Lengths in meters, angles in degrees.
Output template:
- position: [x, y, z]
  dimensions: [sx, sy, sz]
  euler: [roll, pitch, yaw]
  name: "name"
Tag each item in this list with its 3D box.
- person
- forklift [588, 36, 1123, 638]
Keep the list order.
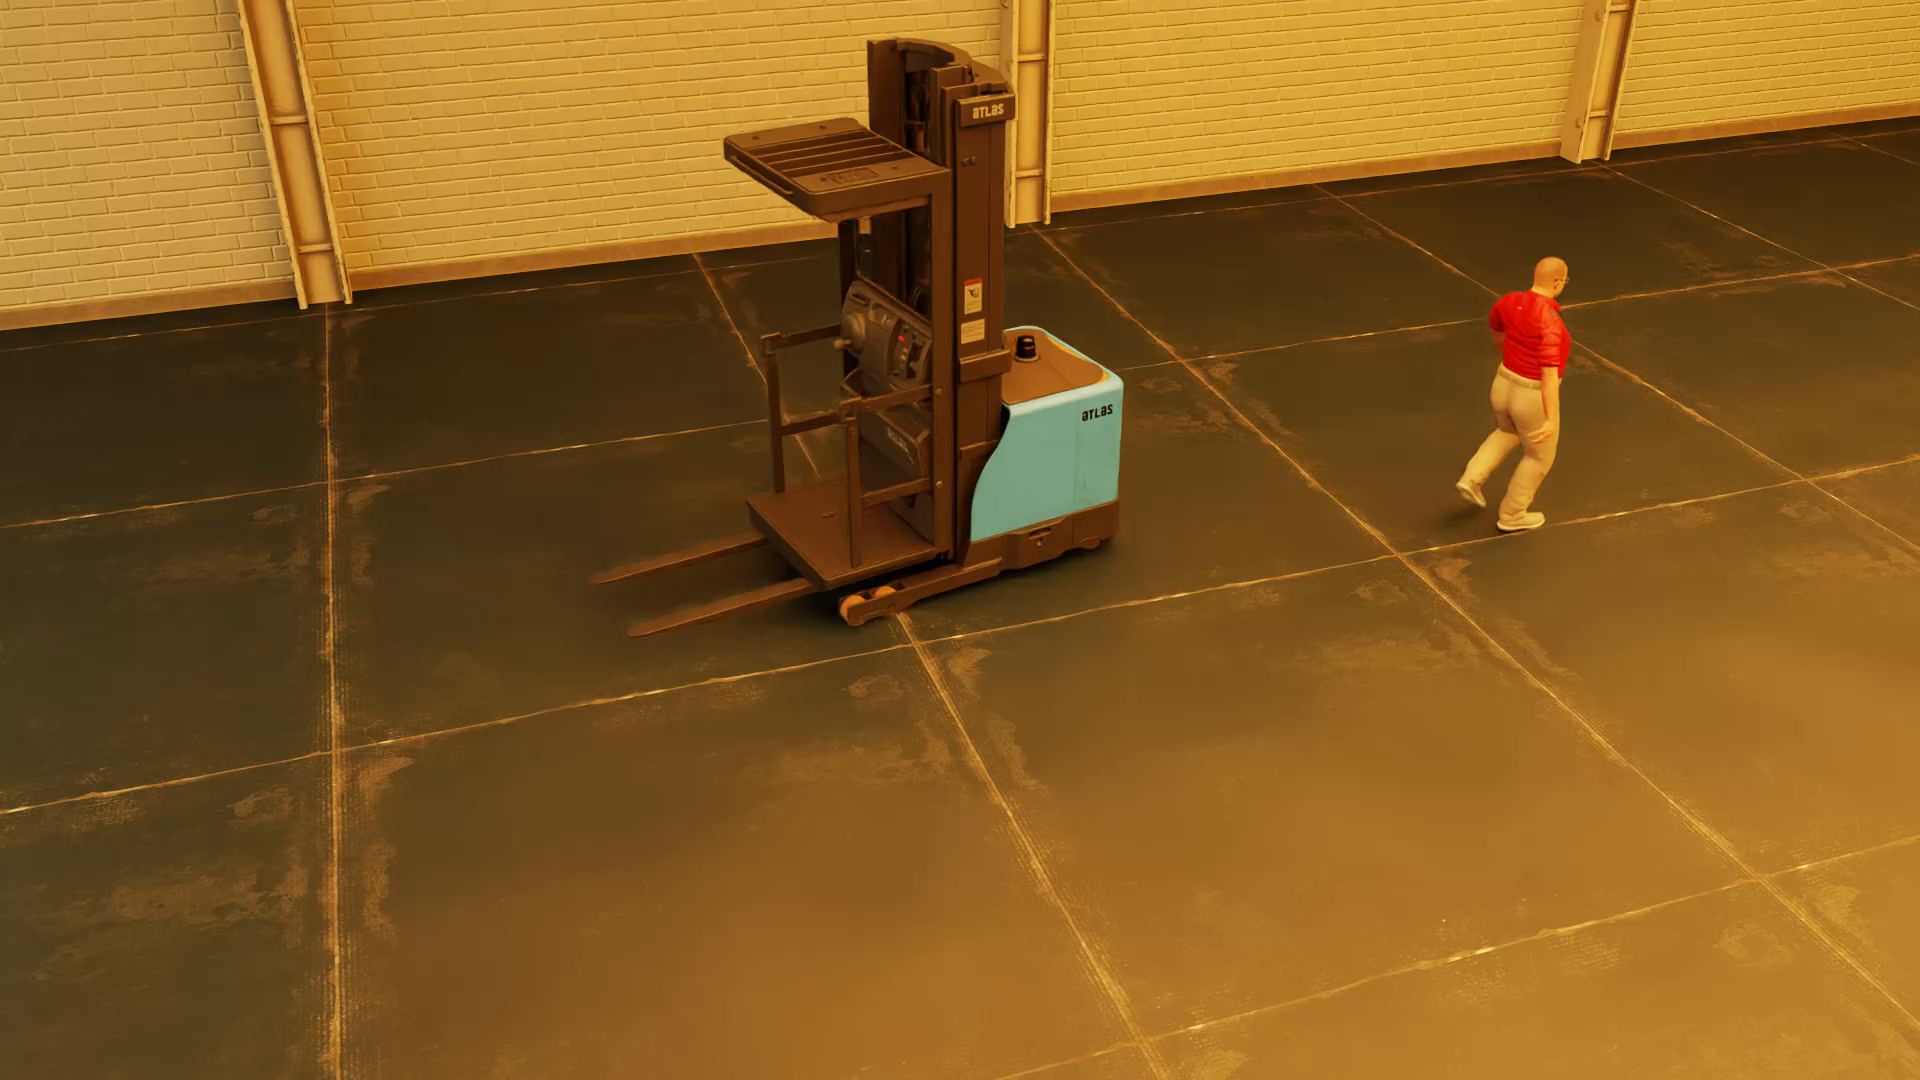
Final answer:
- position: [3.314, -0.851, 9.796]
  dimensions: [0.507, 1.708, 0.735]
  euler: [-13, 32, -22]
  name: "person"
- position: [-0.585, -1.095, 8.990]
  dimensions: [3.031, 2.935, 1.130]
  euler: [-16, 34, -26]
  name: "forklift"
